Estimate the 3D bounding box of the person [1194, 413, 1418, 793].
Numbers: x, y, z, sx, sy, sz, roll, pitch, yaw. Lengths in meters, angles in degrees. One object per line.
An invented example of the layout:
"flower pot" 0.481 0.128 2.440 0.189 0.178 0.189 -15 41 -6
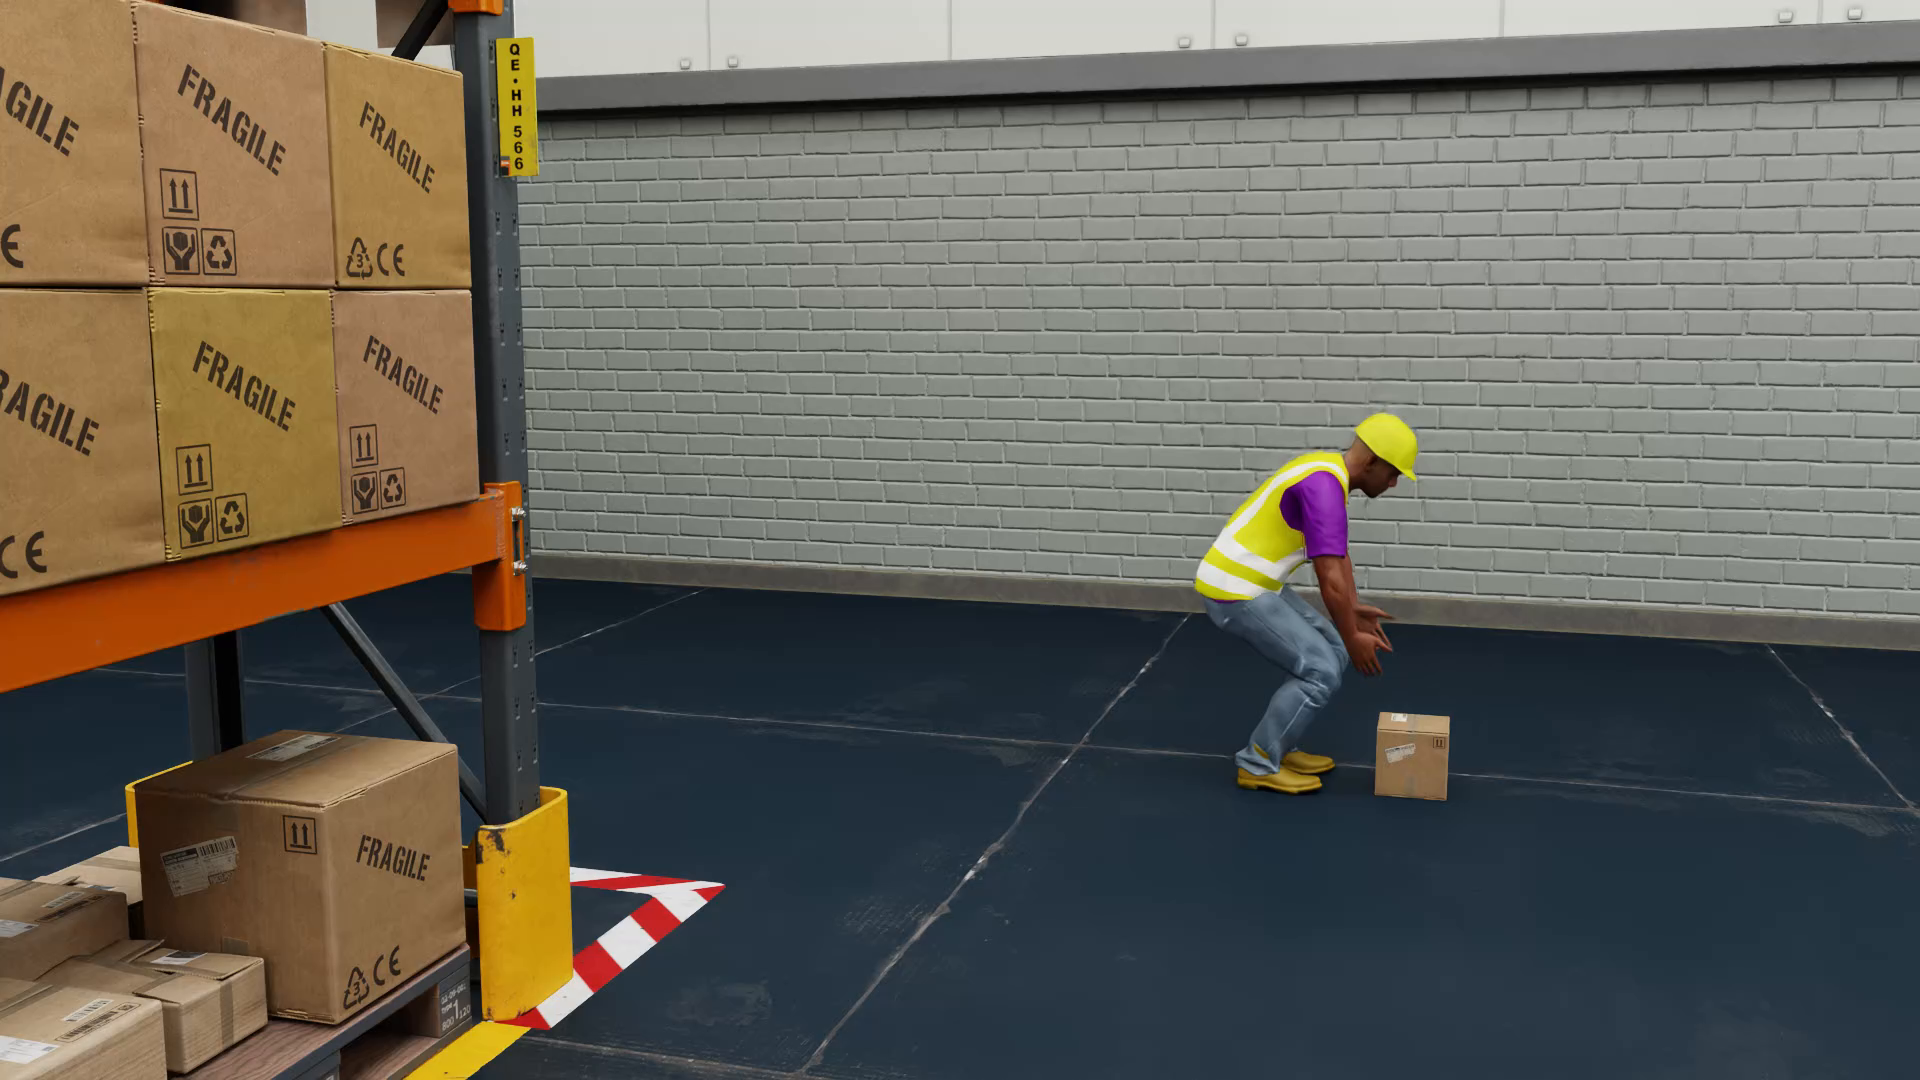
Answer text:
"person" 1.270 0.213 6.151 0.779 1.373 0.631 2 9 16
